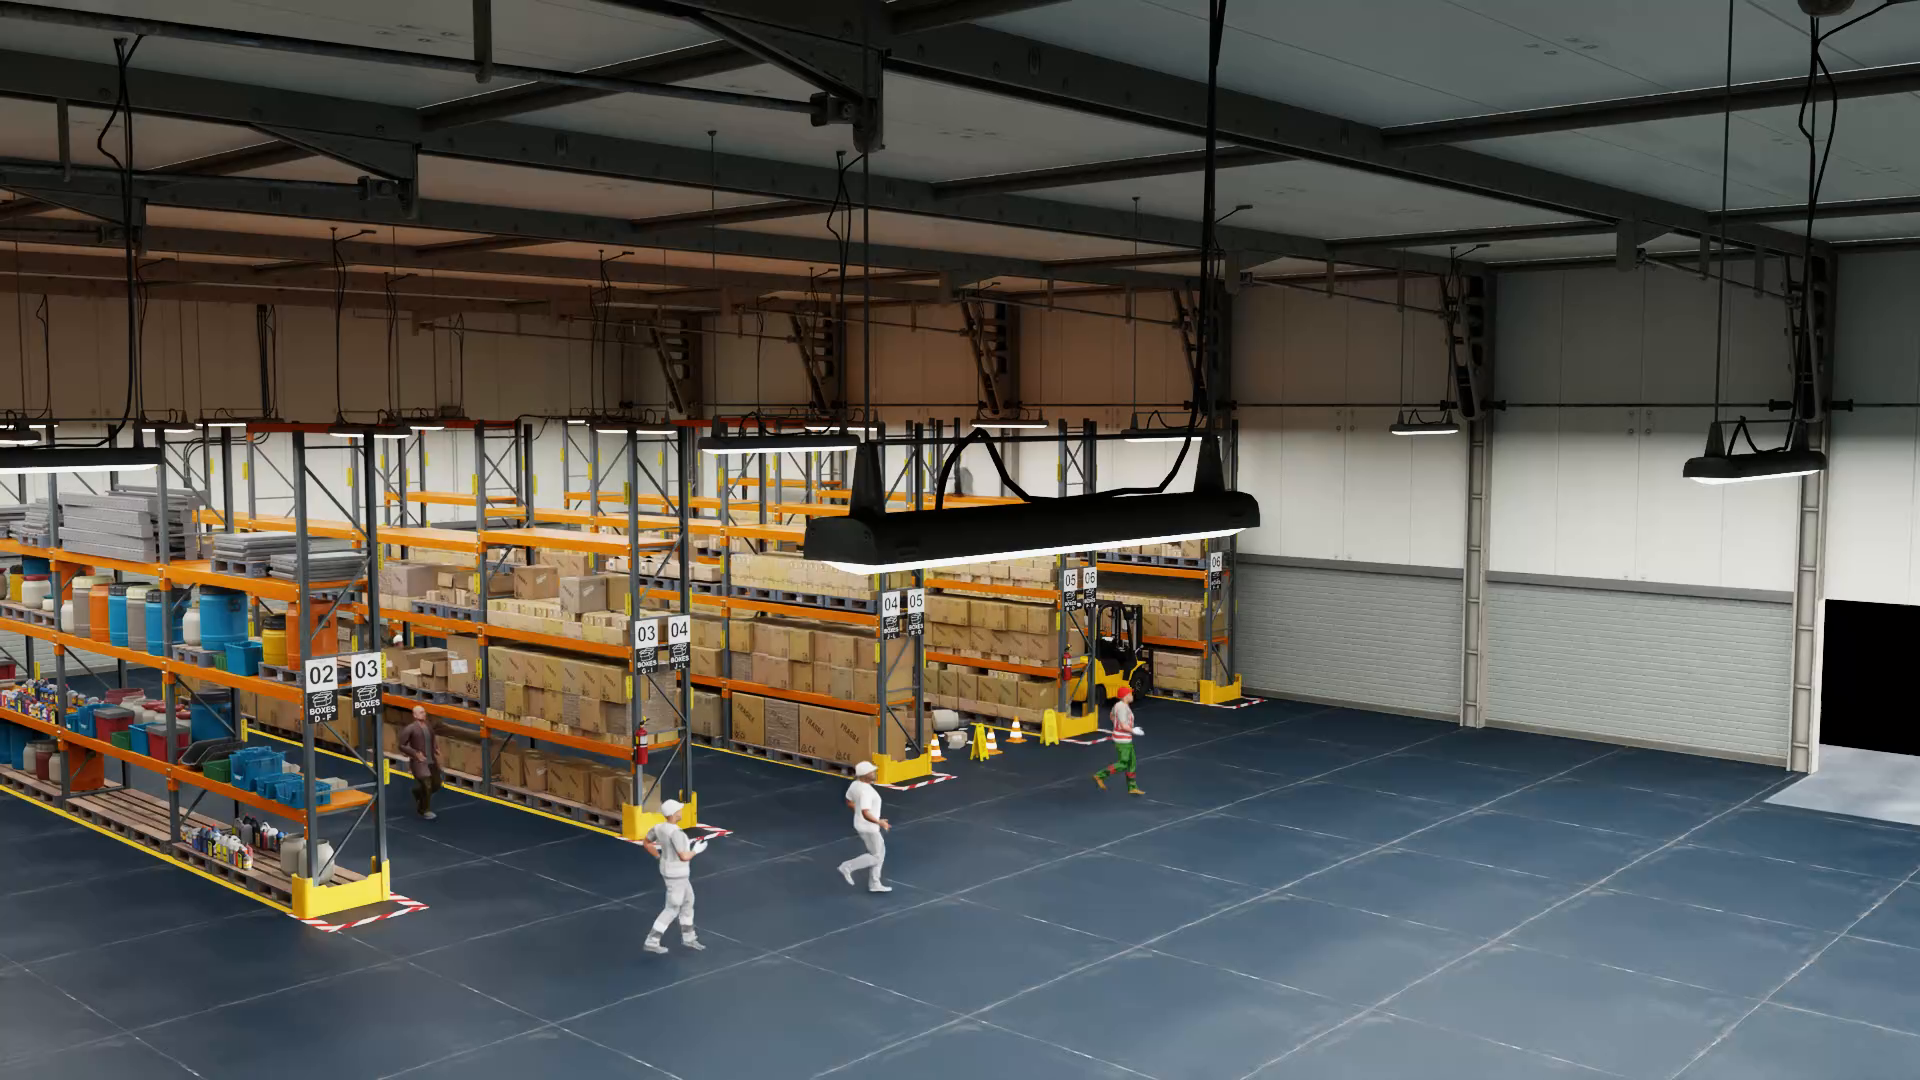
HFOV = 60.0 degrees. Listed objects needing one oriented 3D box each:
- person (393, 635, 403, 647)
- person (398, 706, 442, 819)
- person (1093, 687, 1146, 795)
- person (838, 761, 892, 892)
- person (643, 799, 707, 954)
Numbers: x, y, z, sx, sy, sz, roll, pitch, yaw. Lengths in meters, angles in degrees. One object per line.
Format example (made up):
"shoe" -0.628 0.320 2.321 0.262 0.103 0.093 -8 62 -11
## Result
"person" -11.228 2.757 33.170 0.813 1.743 0.652 3 6 34
"person" -8.241 3.398 25.415 0.668 1.706 0.707 3 5 30
"person" 2.583 3.257 26.932 0.885 1.783 0.664 0 5 -2
"person" -1.244 3.721 21.511 0.739 1.739 0.707 -2 5 -19
"person" -3.270 3.868 19.010 0.782 1.833 0.639 -2 5 -27
